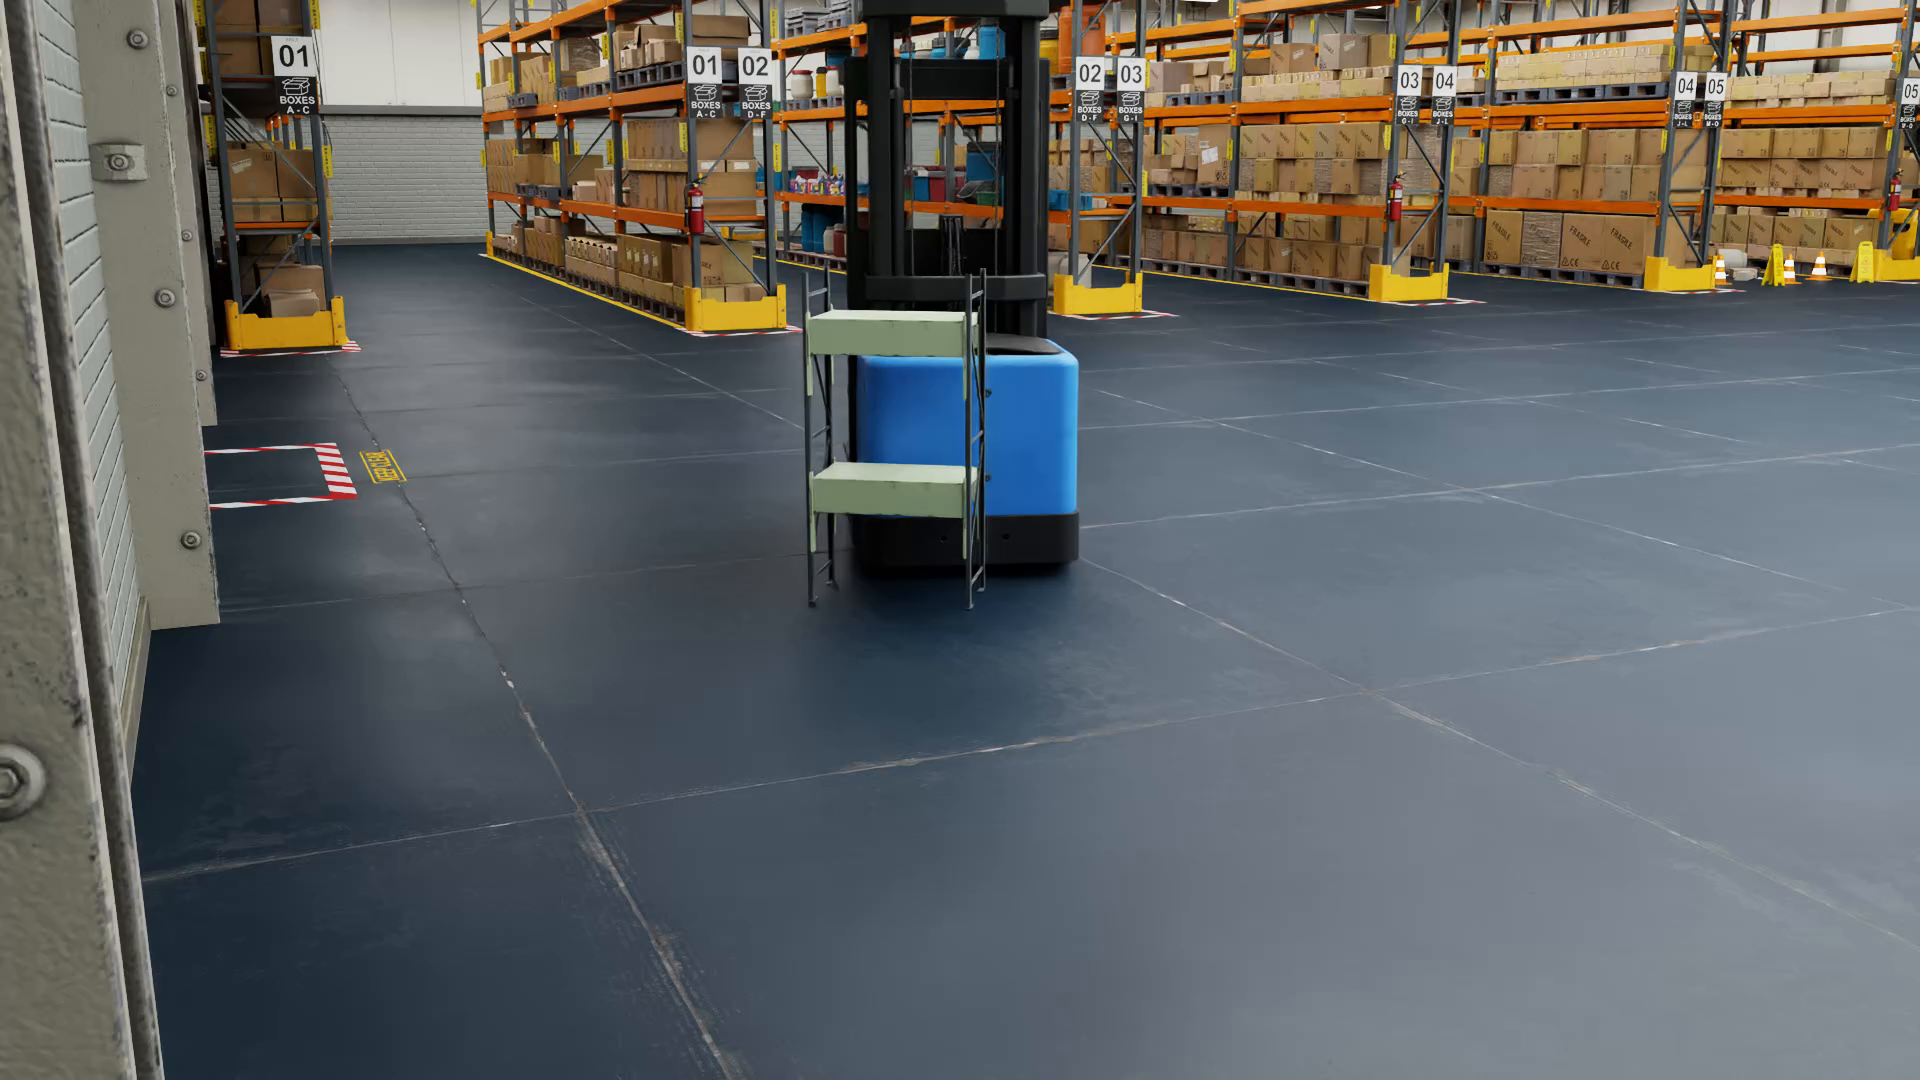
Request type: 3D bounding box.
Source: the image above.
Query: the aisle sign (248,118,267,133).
[{"bbox_3d":[-13.365,-8.150,31.668,0.394,0.787,0.004,-6,14,-23],"label":"aisle sign"}]

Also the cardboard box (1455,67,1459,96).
[{"bbox_3d":[8.747,-8.388,30.432,0.500,0.500,0.500,-6,14,-23],"label":"cardboard box"}]

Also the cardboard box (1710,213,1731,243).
[{"bbox_3d":[13.880,-5.684,30.280,0.500,0.500,0.500,-5,14,-20],"label":"cardboard box"}]

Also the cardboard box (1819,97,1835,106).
[{"bbox_3d":[14.706,-7.373,27.979,0.380,0.149,0.250,-6,14,-23],"label":"cardboard box"}]

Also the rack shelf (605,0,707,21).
[{"bbox_3d":[-3.466,-6.775,20.669,1.077,0.370,4.000,-6,14,-23],"label":"rack shelf"}]

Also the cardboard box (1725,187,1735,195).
[{"bbox_3d":[14.007,-6.284,29.926,0.380,0.149,0.250,-6,14,-23],"label":"cardboard box"}]

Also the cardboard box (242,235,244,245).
[{"bbox_3d":[-11.271,-4.867,27.082,0.750,0.750,0.750,-5,14,-21],"label":"cardboard box"}]

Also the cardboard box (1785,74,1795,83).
[{"bbox_3d":[14.417,-7.919,28.570,0.380,0.149,0.250,-5,14,-22],"label":"cardboard box"}]

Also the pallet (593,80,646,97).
[{"bbox_3d":[-4.632,-6.360,23.470,0.805,0.209,1.217,-6,14,-25],"label":"pallet"}]

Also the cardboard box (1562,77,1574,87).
[{"bbox_3d":[9.840,-7.304,26.528,0.380,0.149,0.250,-5,14,-22],"label":"cardboard box"}]

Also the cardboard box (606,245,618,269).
[{"bbox_3d":[-4.692,-4.007,23.453,0.500,0.311,0.500,-6,14,-23],"label":"cardboard box"}]

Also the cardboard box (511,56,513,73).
[{"bbox_3d":[-7.978,-8.777,31.048,0.700,0.500,0.500,-6,14,-23],"label":"cardboard box"}]

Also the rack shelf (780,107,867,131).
[{"bbox_3d":[-2.131,-7.608,30.033,1.077,0.370,4.000,-6,14,-23],"label":"rack shelf"}]

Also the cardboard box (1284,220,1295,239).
[{"bbox_3d":[6.859,-6.273,33.933,0.500,0.500,0.500,-6,14,-25],"label":"cardboard box"}]

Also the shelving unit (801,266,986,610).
[{"bbox_3d":[-0.289,-0.473,7.584,0.755,1.500,0.431,2,13,10],"label":"shelving unit"}]

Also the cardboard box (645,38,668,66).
[{"bbox_3d":[-3.591,-6.004,20.464,0.500,0.311,0.500,-4,14,-16],"label":"cardboard box"}]

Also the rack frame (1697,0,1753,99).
[{"bbox_3d":[13.891,-9.523,30.058,1.000,3.000,0.127,-6,14,-23],"label":"rack frame"}]

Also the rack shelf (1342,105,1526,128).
[{"bbox_3d":[8.595,-7.656,30.240,1.077,0.370,4.000,-6,14,-23],"label":"rack shelf"}]

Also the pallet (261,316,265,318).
[{"bbox_3d":[-7.526,-2.365,18.618,1.003,0.211,1.213,-6,14,-23],"label":"pallet"}]

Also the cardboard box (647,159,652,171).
[{"bbox_3d":[-3.817,-4.837,21.455,0.380,0.149,0.250,-6,14,-25],"label":"cardboard box"}]

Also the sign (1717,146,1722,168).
[{"bbox_3d":[11.509,-5.815,25.246,0.100,0.325,0.005,-6,14,-23],"label":"sign"}]

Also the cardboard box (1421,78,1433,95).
[{"bbox_3d":[6.457,-6.390,23.506,0.500,0.250,0.500,-5,14,-21],"label":"cardboard box"}]

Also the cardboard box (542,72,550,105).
[{"bbox_3d":[-6.279,-7.340,27.057,0.910,0.500,0.500,-6,14,-23],"label":"cardboard box"}]

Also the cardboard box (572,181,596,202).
[{"bbox_3d":[-5.689,-5.392,25.711,0.500,0.311,0.500,-6,14,-24],"label":"cardboard box"}]

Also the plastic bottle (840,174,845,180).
[{"bbox_3d":[-2.190,-6.688,31.223,0.144,0.351,0.185,-6,14,-23],"label":"plastic bottle"}]

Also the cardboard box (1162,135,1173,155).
[{"bbox_3d":[4.922,-8.962,37.841,0.500,0.500,0.500,-6,14,-24],"label":"cardboard box"}]

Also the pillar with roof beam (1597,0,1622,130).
[{"bbox_3d":[11.836,-11.461,38.433,9.100,9.000,0.400,-6,14,-23],"label":"pillar with roof beam"}]

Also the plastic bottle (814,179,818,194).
[{"bbox_3d":[-2.610,-6.452,30.380,0.097,0.271,0.097,0,13,0],"label":"plastic bottle"}]

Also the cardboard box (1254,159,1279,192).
[{"bbox_3d":[5.103,-5.694,25.936,0.875,0.500,0.500,-6,14,-23],"label":"cardboard box"}]

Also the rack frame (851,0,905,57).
[{"bbox_3d":[-1.329,-9.007,27.828,1.000,3.000,0.127,-6,14,-23],"label":"rack frame"}]

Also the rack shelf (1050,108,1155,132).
[{"bbox_3d":[2.408,-8.055,31.966,1.077,0.370,4.000,-6,14,-23],"label":"rack shelf"}]

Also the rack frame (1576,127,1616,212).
[{"bbox_3d":[15.233,-8.702,39.816,1.000,3.000,0.127,-6,14,-23],"label":"rack frame"}]

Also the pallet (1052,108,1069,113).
[{"bbox_3d":[2.452,-8.260,31.672,1.003,0.211,1.213,-5,14,-20],"label":"pallet"}]

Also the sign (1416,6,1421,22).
[{"bbox_3d":[10.168,-11.663,36.881,0.100,0.325,0.005,-6,14,-23],"label":"sign"}]

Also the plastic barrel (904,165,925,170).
[{"bbox_3d":[-0.866,-6.082,28.193,0.600,0.536,0.708,-6,14,-23],"label":"plastic barrel"}]

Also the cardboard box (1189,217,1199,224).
[{"bbox_3d":[5.340,-7.149,37.176,0.380,0.149,0.250,-6,14,-26],"label":"cardboard box"}]

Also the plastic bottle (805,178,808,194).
[{"bbox_3d":[-2.820,-6.556,30.802,0.061,0.283,0.133,-6,14,-23],"label":"plastic bottle"}]

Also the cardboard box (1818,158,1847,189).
[{"bbox_3d":[14.827,-6.158,27.945,0.500,0.500,0.500,-6,14,-23],"label":"cardboard box"}]

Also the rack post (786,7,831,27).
[{"bbox_3d":[-2.623,-9.619,30.643,0.937,0.300,0.954,-6,14,-24],"label":"rack post"}]

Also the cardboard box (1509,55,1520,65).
[{"bbox_3d":[9.334,-7.954,27.569,0.380,0.149,0.250,-6,14,-23],"label":"cardboard box"}]

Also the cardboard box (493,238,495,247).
[{"bbox_3d":[-9.121,-5.955,33.255,0.380,0.166,0.250,-6,14,-23],"label":"cardboard box"}]

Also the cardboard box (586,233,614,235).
[{"bbox_3d":[-6.005,-4.861,27.790,0.500,0.500,0.500,-6,14,-25],"label":"cardboard box"}]

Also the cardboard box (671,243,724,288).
[{"bbox_3d":[-3.152,-3.299,19.974,0.500,0.500,0.500,-6,14,-23],"label":"cardboard box"}]

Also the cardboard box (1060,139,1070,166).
[{"bbox_3d":[2.398,-7.494,32.151,0.797,0.503,0.637,-5,14,-21],"label":"cardboard box"}]

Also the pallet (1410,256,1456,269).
[{"bbox_3d":[8.525,-5.179,30.777,1.003,0.211,1.213,-6,14,-23],"label":"pallet"}]

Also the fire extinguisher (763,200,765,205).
[{"bbox_3d":[-4.178,-7.590,36.009,0.296,0.674,0.183,-6,14,-23],"label":"fire extinguisher"}]

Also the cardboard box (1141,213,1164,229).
[{"bbox_3d":[3.505,-5.757,29.999,0.500,0.250,0.500,-5,14,-21],"label":"cardboard box"}]

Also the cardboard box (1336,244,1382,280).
[{"bbox_3d":[5.908,-4.116,24.615,0.500,0.500,0.500,-2,13,-8],"label":"cardboard box"}]

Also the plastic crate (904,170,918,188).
[{"bbox_3d":[-0.963,-5.754,26.935,0.402,0.464,0.583,-6,14,-23],"label":"plastic crate"}]

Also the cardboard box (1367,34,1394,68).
[{"bbox_3d":[6.066,-7.108,24.287,0.500,0.500,0.500,-6,14,-23],"label":"cardboard box"}]

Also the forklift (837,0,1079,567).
[{"bbox_3d":[-0.098,-1.576,9.180,1.130,2.935,3.031,-1,13,-6],"label":"forklift"}]

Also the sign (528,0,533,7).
[{"bbox_3d":[-8.557,-10.791,33.115,0.100,0.325,0.005,-6,14,-23],"label":"sign"}]

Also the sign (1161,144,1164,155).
[{"bbox_3d":[3.702,-7.108,30.536,0.100,0.325,0.005,-6,14,-23],"label":"sign"}]

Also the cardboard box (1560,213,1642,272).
[{"bbox_3d":[10.312,-4.791,26.698,0.875,0.875,0.875,-6,14,-24],"label":"cardboard box"}]

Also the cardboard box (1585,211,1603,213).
[{"bbox_3d":[15.221,-7.568,39.531,0.500,0.500,0.500,-5,14,-21],"label":"cardboard box"}]
